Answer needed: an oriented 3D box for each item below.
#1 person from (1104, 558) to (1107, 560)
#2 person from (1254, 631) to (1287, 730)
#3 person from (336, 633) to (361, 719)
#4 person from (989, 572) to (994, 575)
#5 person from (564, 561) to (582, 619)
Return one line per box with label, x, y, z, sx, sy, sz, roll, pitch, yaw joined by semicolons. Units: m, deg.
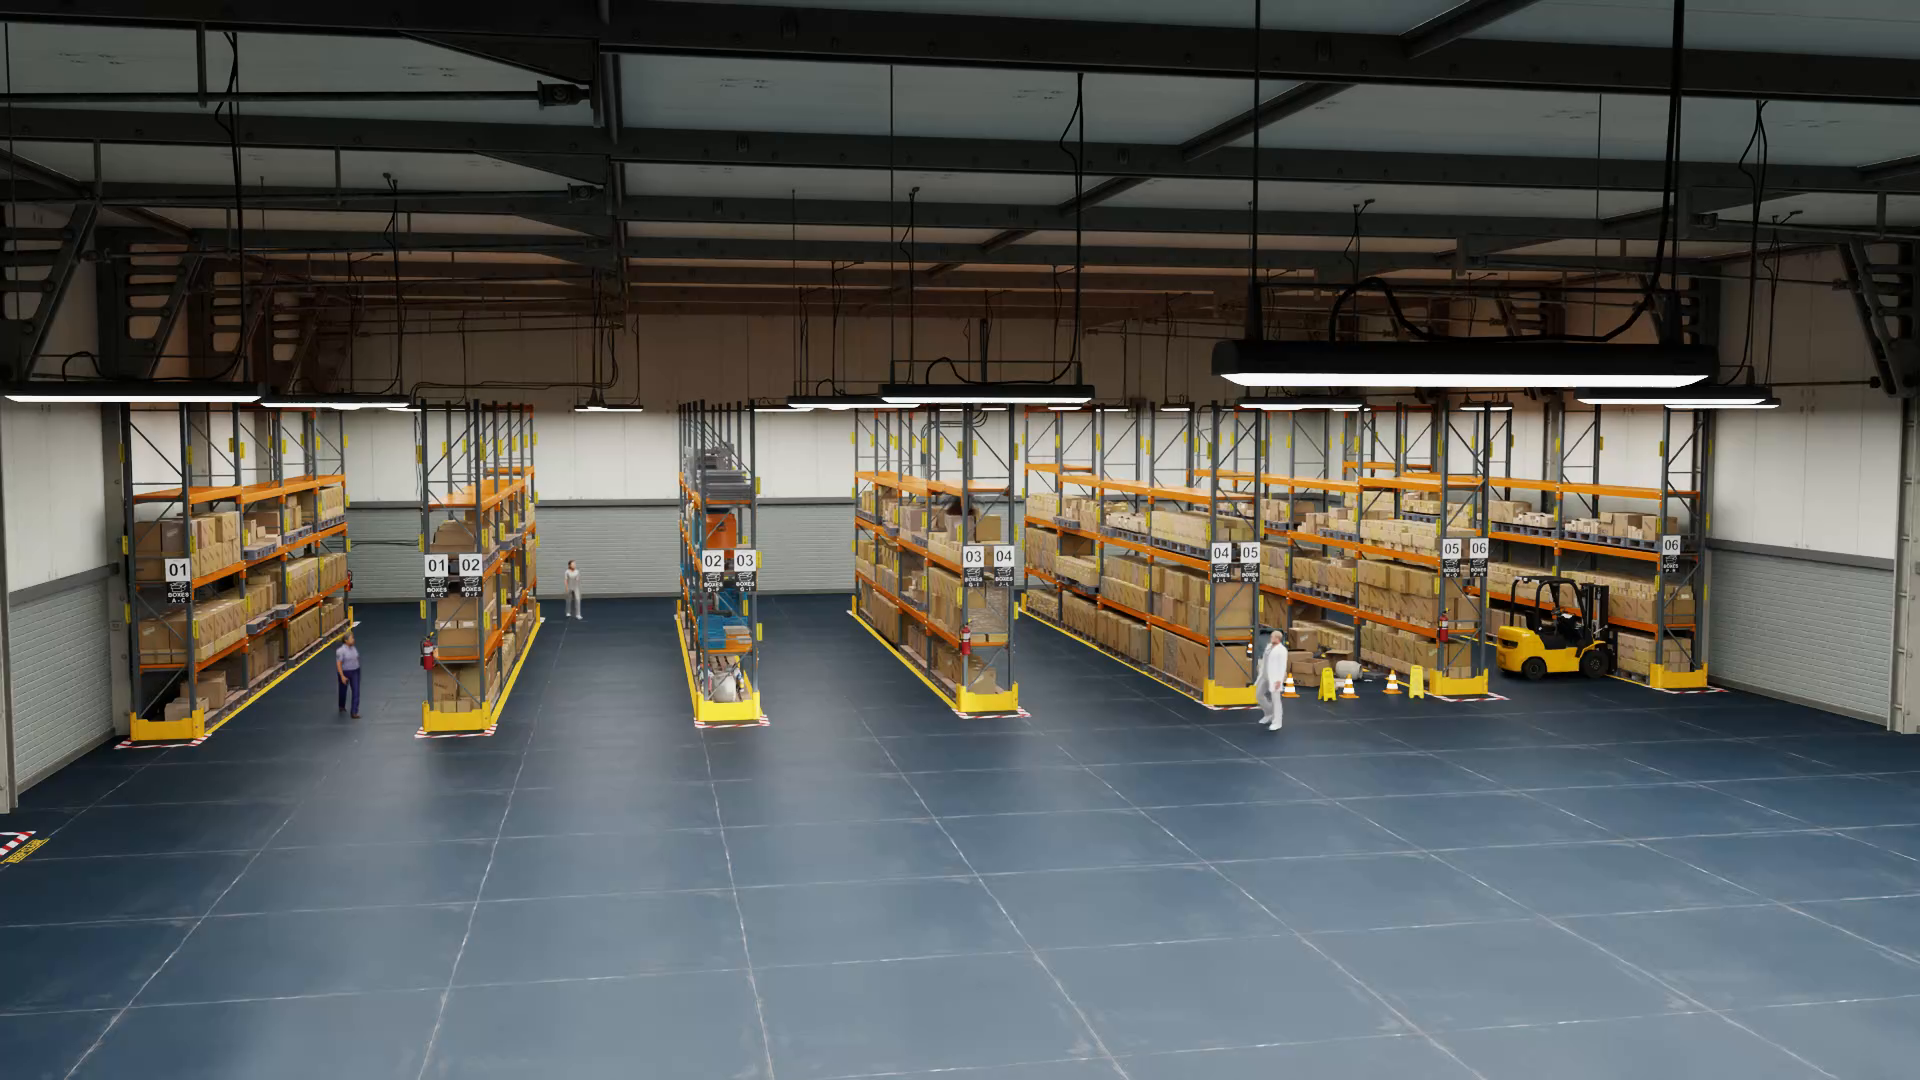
person;4.155;1.324;47.756;0.321;1.611;0.513;0;4;2
person;5.688;2.534;30.389;0.551;1.776;0.664;-3;6;-39
person;-11.557;2.554;31.416;0.455;1.578;0.898;-2;5;-25
person;0.846;1.068;49.987;0.609;1.705;1.084;0;4;3
person;-10.863;1.388;46.621;0.458;1.625;0.974;-2;5;-28
